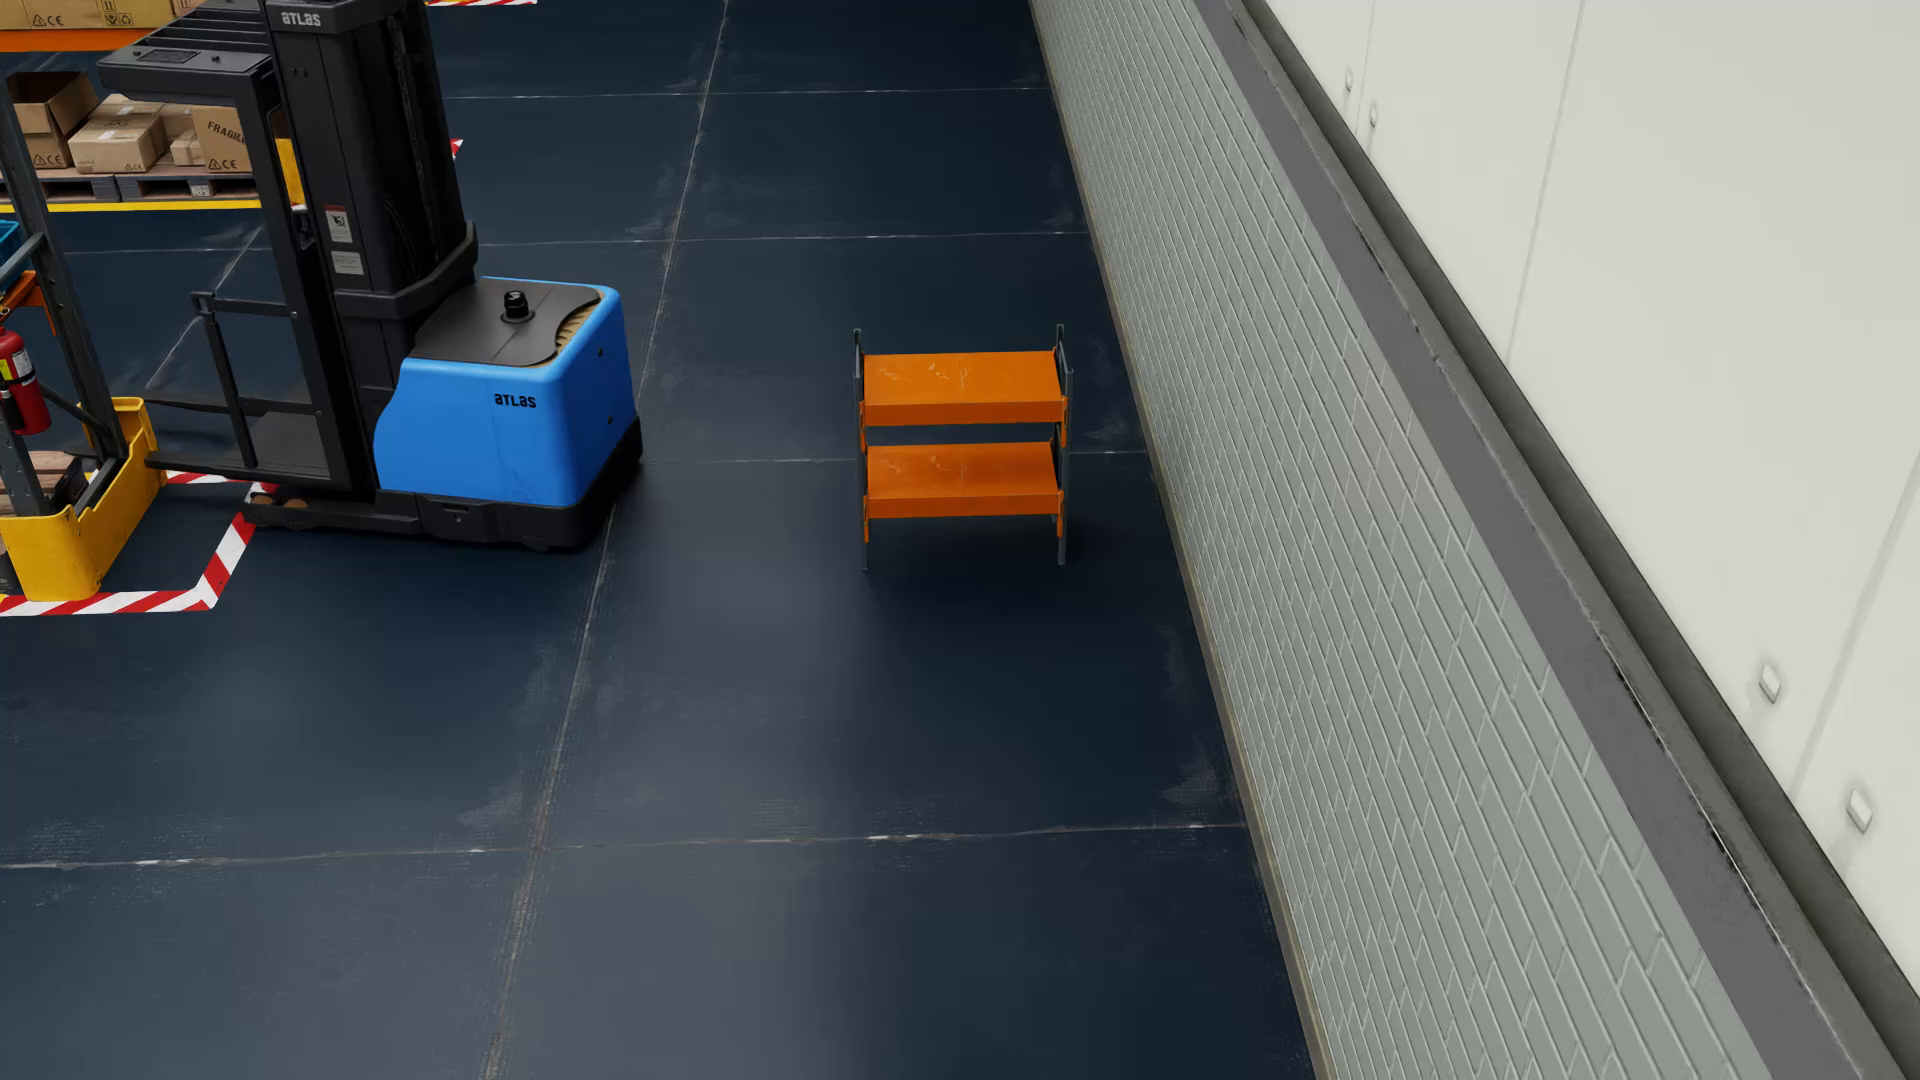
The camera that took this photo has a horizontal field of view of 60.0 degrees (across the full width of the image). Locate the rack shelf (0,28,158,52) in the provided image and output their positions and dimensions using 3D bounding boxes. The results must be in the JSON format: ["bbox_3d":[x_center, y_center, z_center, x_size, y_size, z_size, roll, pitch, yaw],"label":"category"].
[{"bbox_3d":[-6.792,-3.718,12.118,4.000,0.370,1.077,-2,35,-2],"label":"rack shelf"}]

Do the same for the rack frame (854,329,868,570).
[{"bbox_3d":[-0.501,-0.449,8.410,0.032,1.125,0.500,-2,35,-2],"label":"rack frame"}]

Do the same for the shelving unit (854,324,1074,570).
[{"bbox_3d":[0.007,-0.463,8.430,1.048,1.125,0.538,-2,35,-2],"label":"shelving unit"}]

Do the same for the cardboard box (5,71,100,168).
[{"bbox_3d":[-6.913,-3.167,12.498,0.637,0.503,0.797,-2,35,-2],"label":"cardboard box"}]

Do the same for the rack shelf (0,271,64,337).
[{"bbox_3d":[-6.561,-0.902,8.049,4.000,0.370,1.077,-2,35,-2],"label":"rack shelf"}]

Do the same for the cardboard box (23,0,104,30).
[{"bbox_3d":[-6.245,-3.915,11.684,0.500,0.500,0.500,-1,35,-2],"label":"cardboard box"}]

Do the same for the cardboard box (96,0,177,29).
[{"bbox_3d":[-5.746,-3.926,11.699,0.500,0.500,0.500,-1,35,-2],"label":"cardboard box"}]

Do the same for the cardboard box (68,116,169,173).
[{"bbox_3d":[-6.276,-2.954,12.413,0.500,0.250,0.500,-2,35,-2],"label":"cardboard box"}]

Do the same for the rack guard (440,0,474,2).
[{"bbox_3d":[-5.008,-5.856,16.772,0.348,0.500,1.175,-2,35,-2],"label":"rack guard"}]

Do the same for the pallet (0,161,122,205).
[{"bbox_3d":[-6.882,-2.865,12.705,1.213,0.211,1.003,-2,35,-2],"label":"pallet"}]

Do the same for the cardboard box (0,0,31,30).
[{"bbox_3d":[-6.748,-3.902,11.664,0.500,0.500,0.500,-2,35,-3],"label":"cardboard box"}]

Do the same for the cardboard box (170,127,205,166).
[{"bbox_3d":[-5.734,-2.969,12.507,0.250,0.166,0.380,-2,35,-2],"label":"cardboard box"}]

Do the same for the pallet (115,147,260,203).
[{"bbox_3d":[-5.666,-2.896,12.750,1.213,0.211,1.003,-2,35,-2],"label":"pallet"}]

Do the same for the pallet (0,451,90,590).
[{"bbox_3d":[-5.389,-0.105,8.716,1.213,0.211,1.003,-2,35,-2],"label":"pallet"}]

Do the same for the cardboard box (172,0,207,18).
[{"bbox_3d":[-5.228,-3.942,11.722,0.500,0.500,0.500,-1,35,-1],"label":"cardboard box"}]

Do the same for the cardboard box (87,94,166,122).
[{"bbox_3d":[-6.349,-3.237,12.821,0.500,0.250,0.500,-2,35,-2],"label":"cardboard box"}]

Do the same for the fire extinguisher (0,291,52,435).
[{"bbox_3d":[-4.391,-0.812,7.683,0.183,0.674,0.296,-2,35,-2],"label":"fire extinguisher"}]

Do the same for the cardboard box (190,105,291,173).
[{"bbox_3d":[-5.325,-3.066,12.354,0.500,0.500,0.500,-2,35,-2],"label":"cardboard box"}]

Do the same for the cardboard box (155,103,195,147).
[{"bbox_3d":[-5.850,-3.251,12.841,0.500,0.250,0.500,-2,35,-2],"label":"cardboard box"}]

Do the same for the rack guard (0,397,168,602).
[{"bbox_3d":[-4.540,-0.232,8.646,0.348,0.500,1.175,-2,35,-2],"label":"rack guard"}]

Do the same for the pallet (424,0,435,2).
[{"bbox_3d":[-5.827,-5.670,16.758,1.213,0.211,1.003,-2,35,-2],"label":"pallet"}]

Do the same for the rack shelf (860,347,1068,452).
[{"bbox_3d":[0.007,-0.703,8.264,1.000,0.278,0.538,-2,35,-2],"label":"rack shelf"}]

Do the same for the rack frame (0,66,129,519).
[{"bbox_3d":[-4.563,-1.252,7.923,0.127,3.000,1.000,-2,35,-2],"label":"rack frame"}]

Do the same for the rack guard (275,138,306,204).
[{"bbox_3d":[-4.870,-3.037,12.700,0.348,0.500,1.175,-2,35,-2],"label":"rack guard"}]

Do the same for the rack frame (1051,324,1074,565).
[{"bbox_3d":[0.515,-0.476,8.450,0.032,1.125,0.500,-2,35,-2],"label":"rack frame"}]

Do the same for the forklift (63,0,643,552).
[{"bbox_3d":[-3.345,-1.544,8.405,3.031,2.935,1.130,6,35,8],"label":"forklift"}]

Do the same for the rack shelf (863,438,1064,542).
[{"bbox_3d":[0.007,-0.262,8.569,1.000,0.278,0.538,-2,35,-2],"label":"rack shelf"}]

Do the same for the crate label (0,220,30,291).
[{"bbox_3d":[-4.825,-1.388,8.214,0.303,0.233,0.416,-2,35,-2],"label":"crate label"}]
